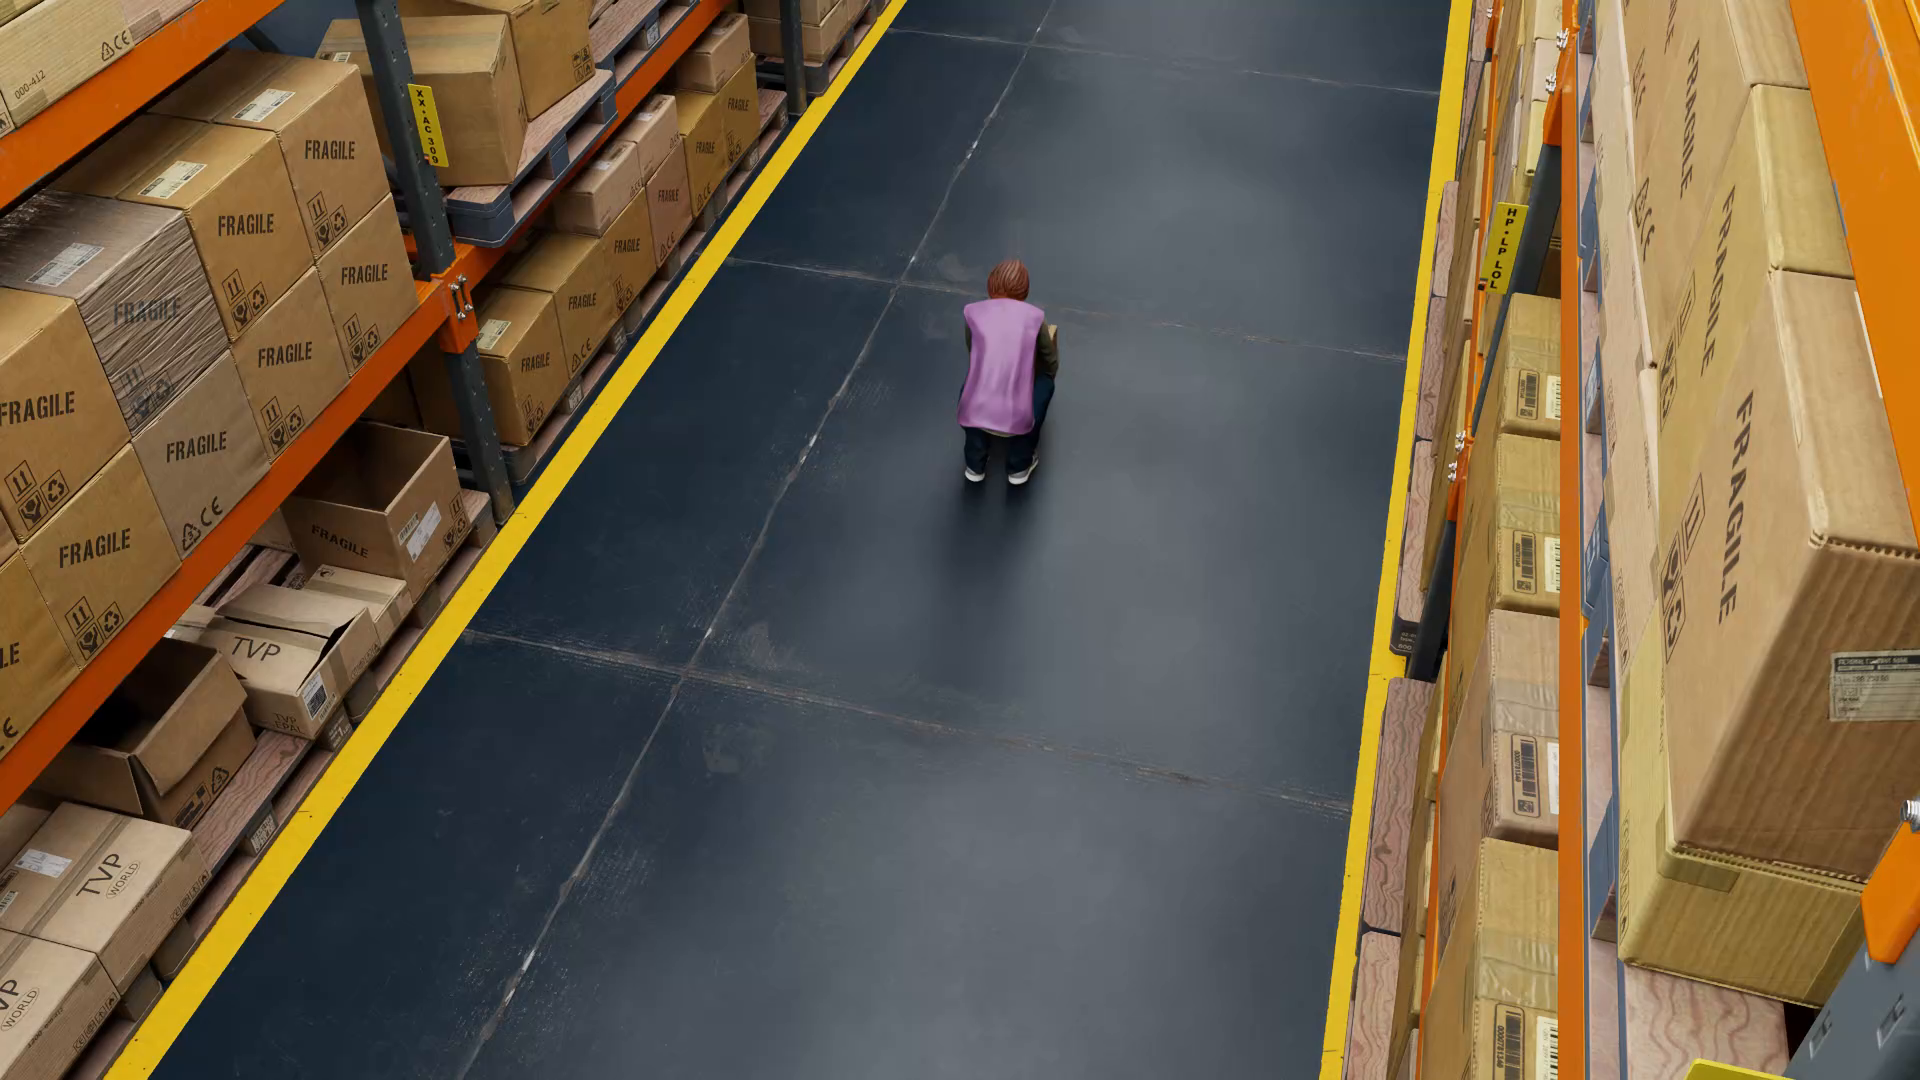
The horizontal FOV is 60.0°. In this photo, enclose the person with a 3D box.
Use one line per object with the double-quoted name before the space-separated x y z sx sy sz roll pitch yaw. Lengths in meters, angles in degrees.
"person" 0.198 -0.730 7.516 0.442 0.902 0.806 10 43 11
